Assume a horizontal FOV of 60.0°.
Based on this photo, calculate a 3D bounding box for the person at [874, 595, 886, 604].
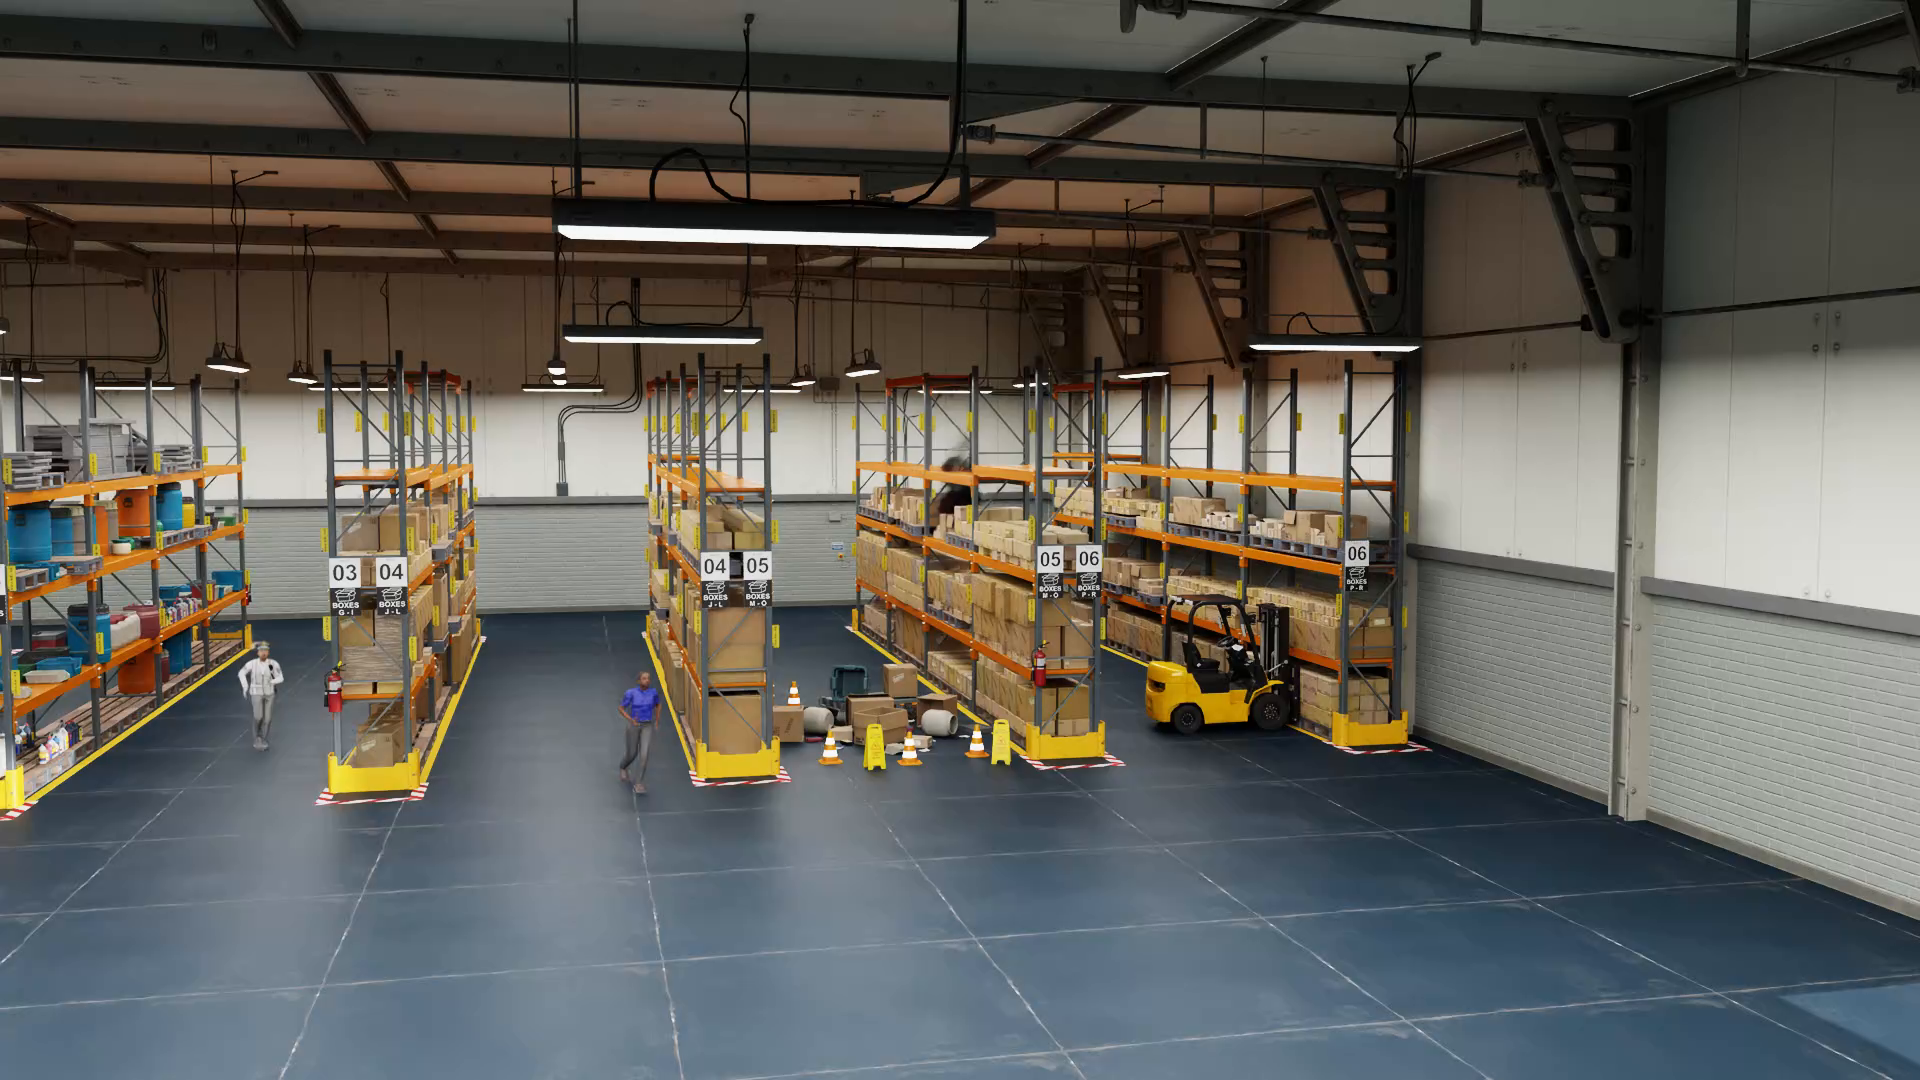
[{"bbox_3d":[-1.948,1.298,41.929,0.501,1.548,0.754,1,4,9],"label":"person"}]

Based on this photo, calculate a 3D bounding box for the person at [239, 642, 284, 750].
[{"bbox_3d":[-10.667,2.383,25.448,0.598,1.669,0.611,-2,5,-31],"label":"person"}]

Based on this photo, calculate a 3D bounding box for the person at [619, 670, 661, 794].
[{"bbox_3d":[-4.396,2.606,22.932,0.617,1.635,0.802,-2,4,-27],"label":"person"}]
